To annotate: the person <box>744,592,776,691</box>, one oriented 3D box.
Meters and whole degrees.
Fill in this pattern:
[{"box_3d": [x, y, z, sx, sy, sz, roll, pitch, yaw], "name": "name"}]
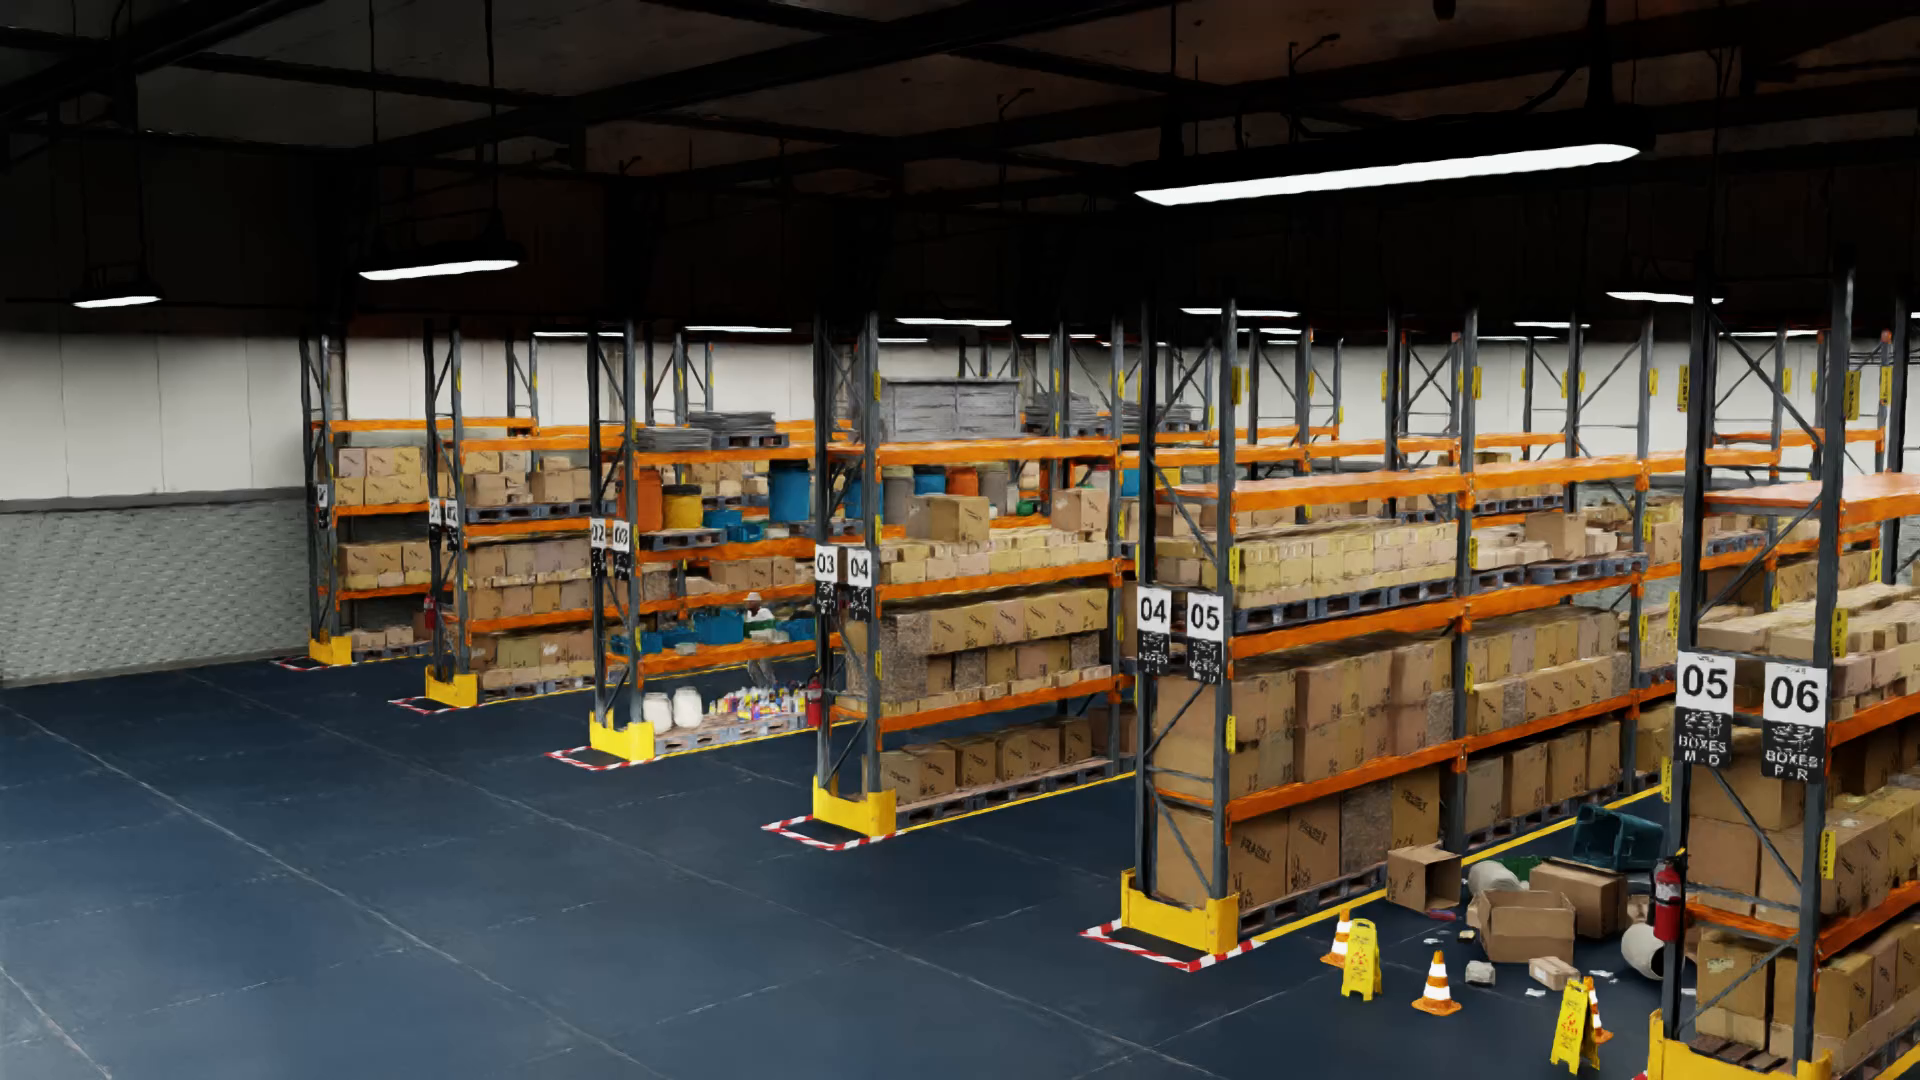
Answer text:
[{"box_3d": [-3.170, 1.661, 26.350, 0.578, 1.714, 0.719, -6, 8, -45], "name": "person"}]
